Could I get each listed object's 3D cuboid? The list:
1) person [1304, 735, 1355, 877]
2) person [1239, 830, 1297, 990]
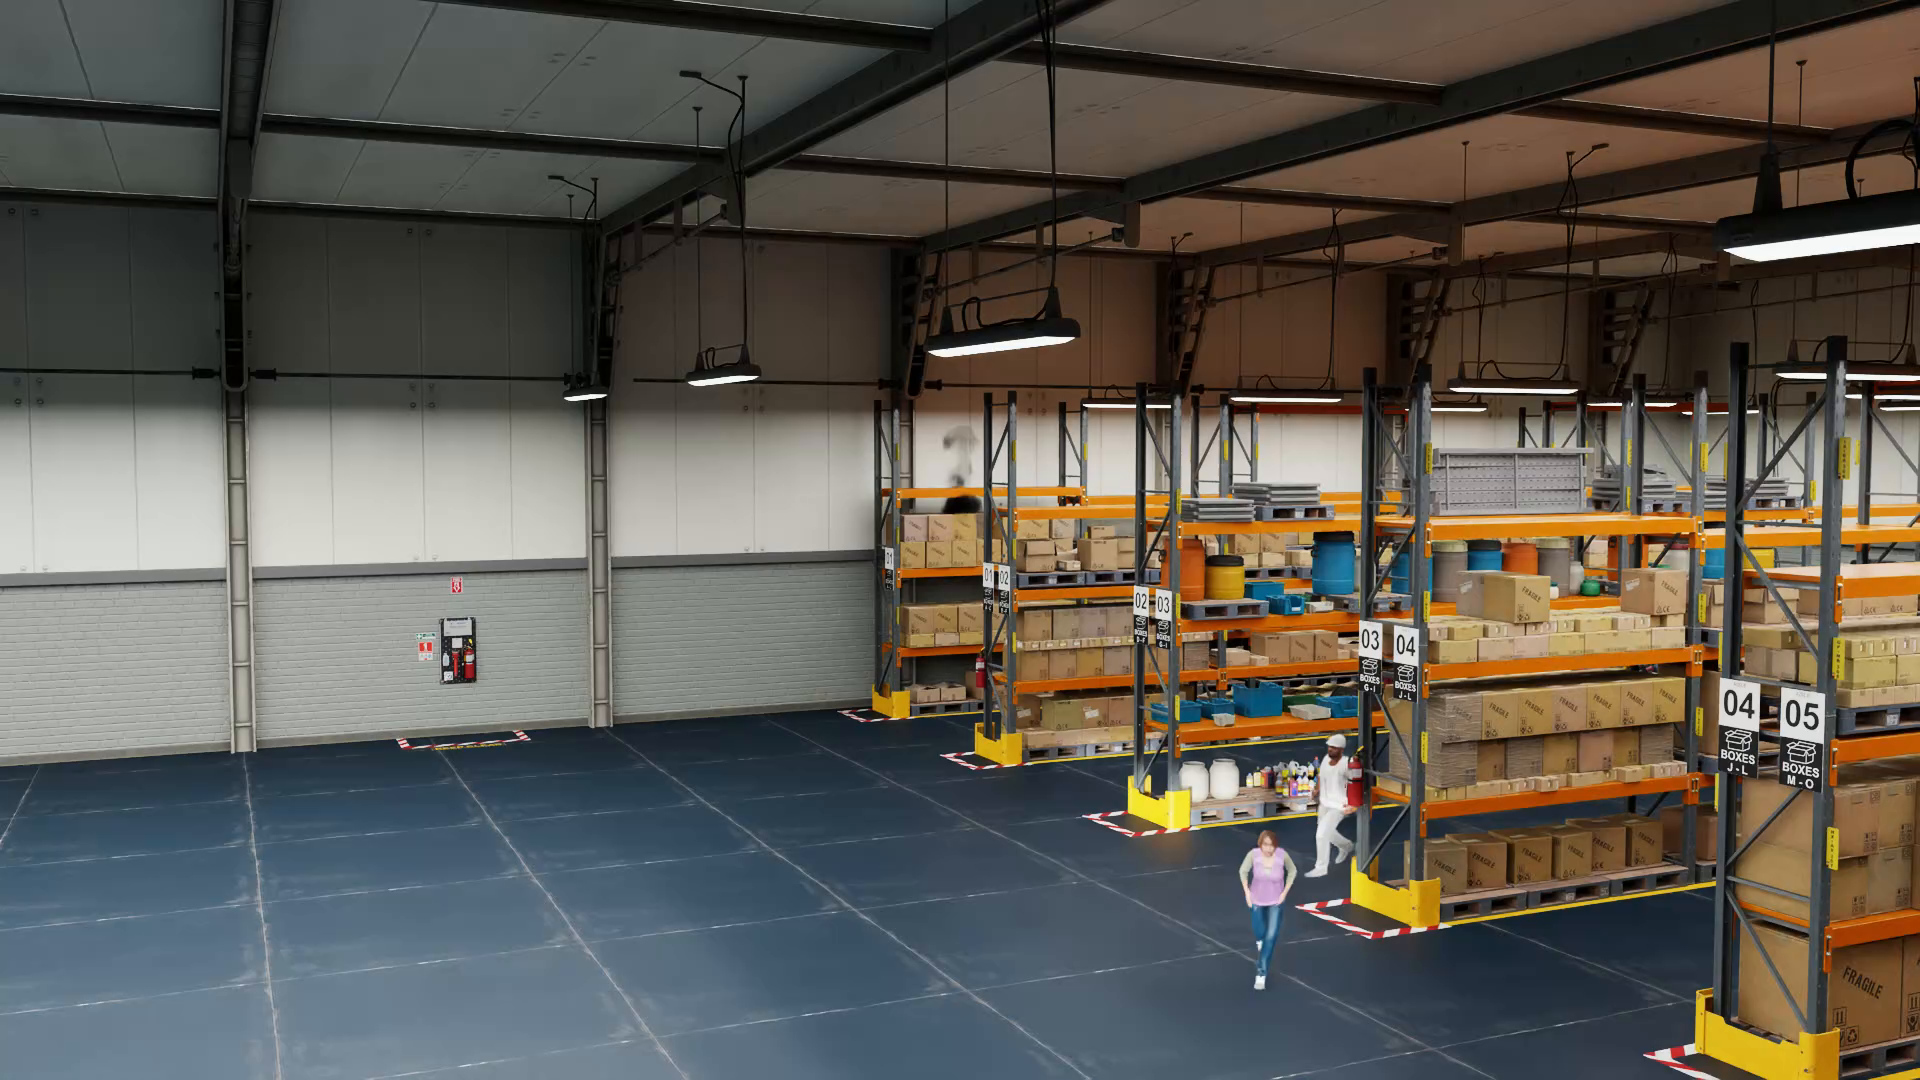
[{"bbox_3d":[4.541,3.165,19.799,0.758,1.734,0.759,-2,4,-27],"label":"person"},{"bbox_3d":[2.953,3.489,16.007,0.539,1.546,0.819,0,3,5],"label":"person"}]
